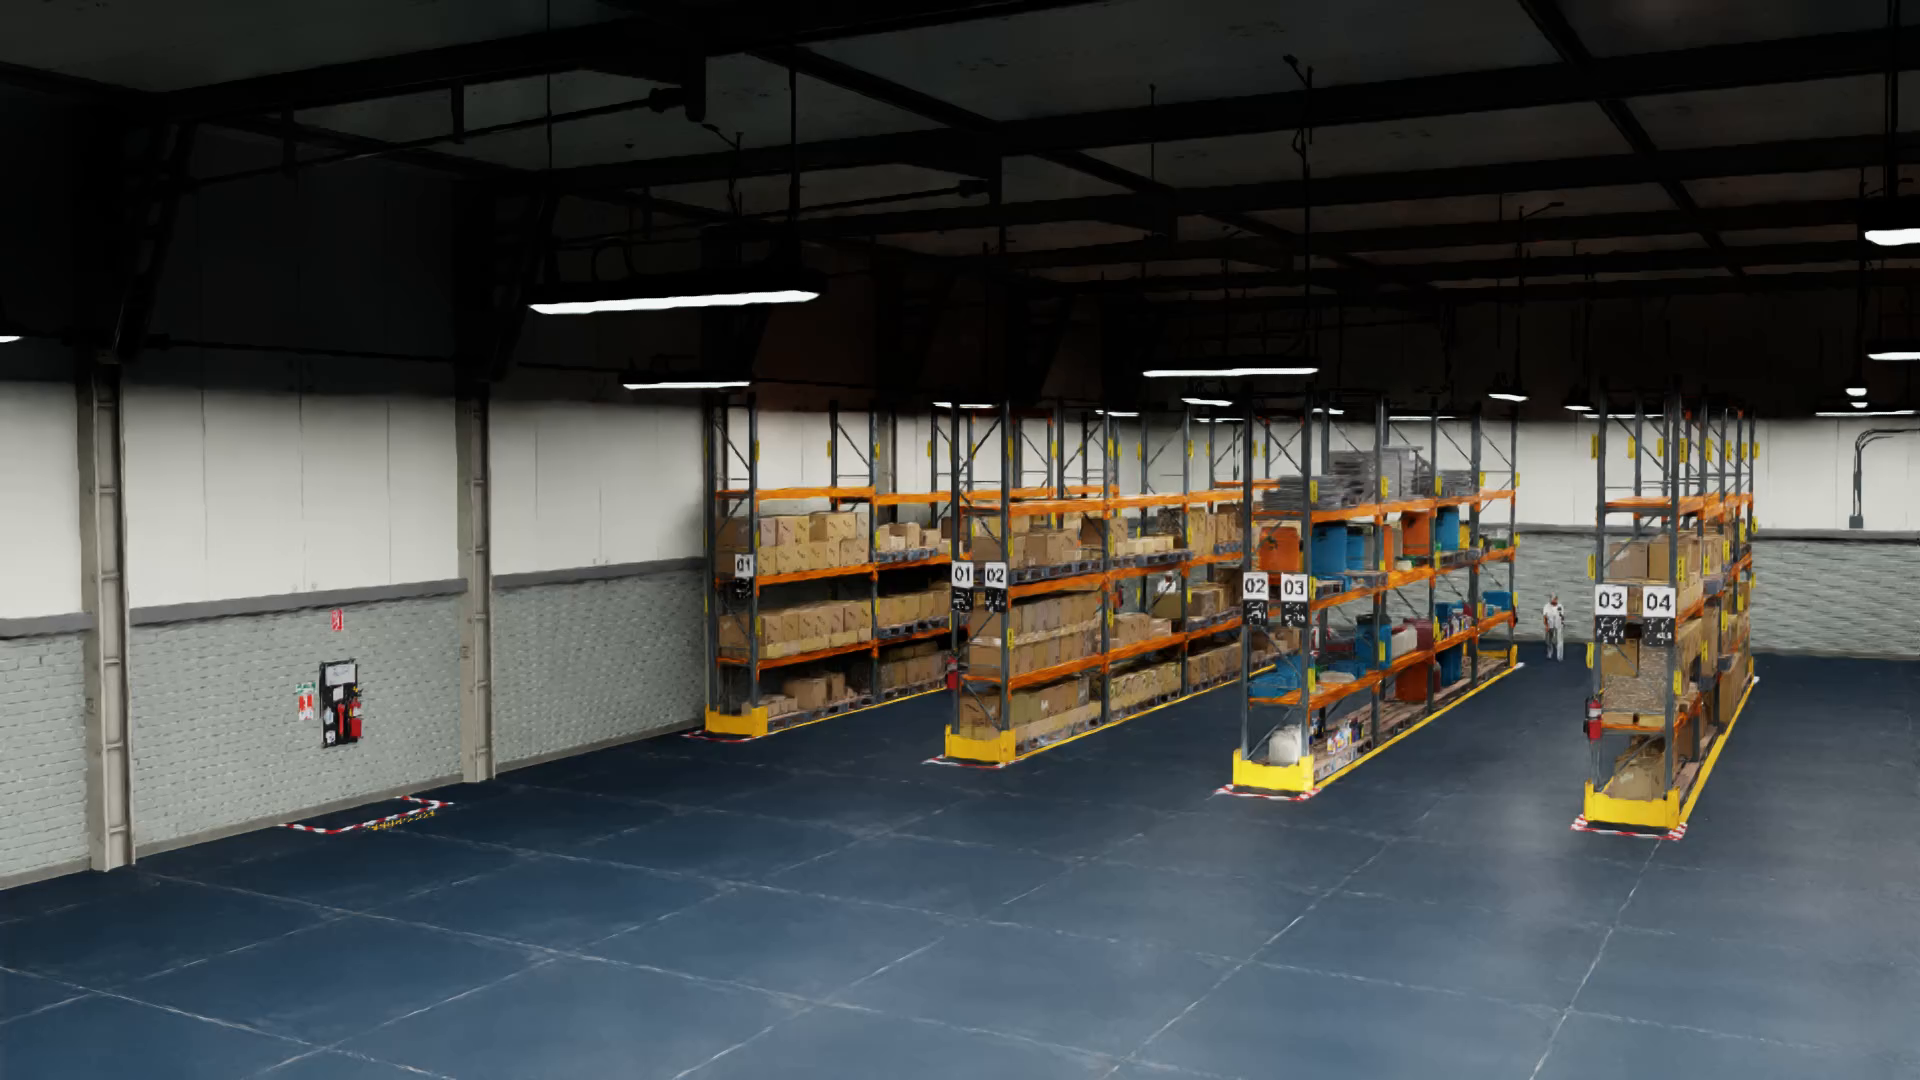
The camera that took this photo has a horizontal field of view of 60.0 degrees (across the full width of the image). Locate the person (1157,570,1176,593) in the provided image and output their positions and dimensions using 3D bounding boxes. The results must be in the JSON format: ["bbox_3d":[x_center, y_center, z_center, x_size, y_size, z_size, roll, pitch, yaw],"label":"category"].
[{"bbox_3d":[5.547,1.680,45.309,0.737,1.760,0.498,-1,3,-16],"label":"person"}]

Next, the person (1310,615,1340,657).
[{"bbox_3d":[7.300,2.334,33.384,0.703,1.722,0.835,2,4,34],"label":"person"}]

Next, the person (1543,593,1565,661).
[{"bbox_3d":[14.127,2.053,39.571,0.490,1.597,0.999,1,3,20],"label":"person"}]
